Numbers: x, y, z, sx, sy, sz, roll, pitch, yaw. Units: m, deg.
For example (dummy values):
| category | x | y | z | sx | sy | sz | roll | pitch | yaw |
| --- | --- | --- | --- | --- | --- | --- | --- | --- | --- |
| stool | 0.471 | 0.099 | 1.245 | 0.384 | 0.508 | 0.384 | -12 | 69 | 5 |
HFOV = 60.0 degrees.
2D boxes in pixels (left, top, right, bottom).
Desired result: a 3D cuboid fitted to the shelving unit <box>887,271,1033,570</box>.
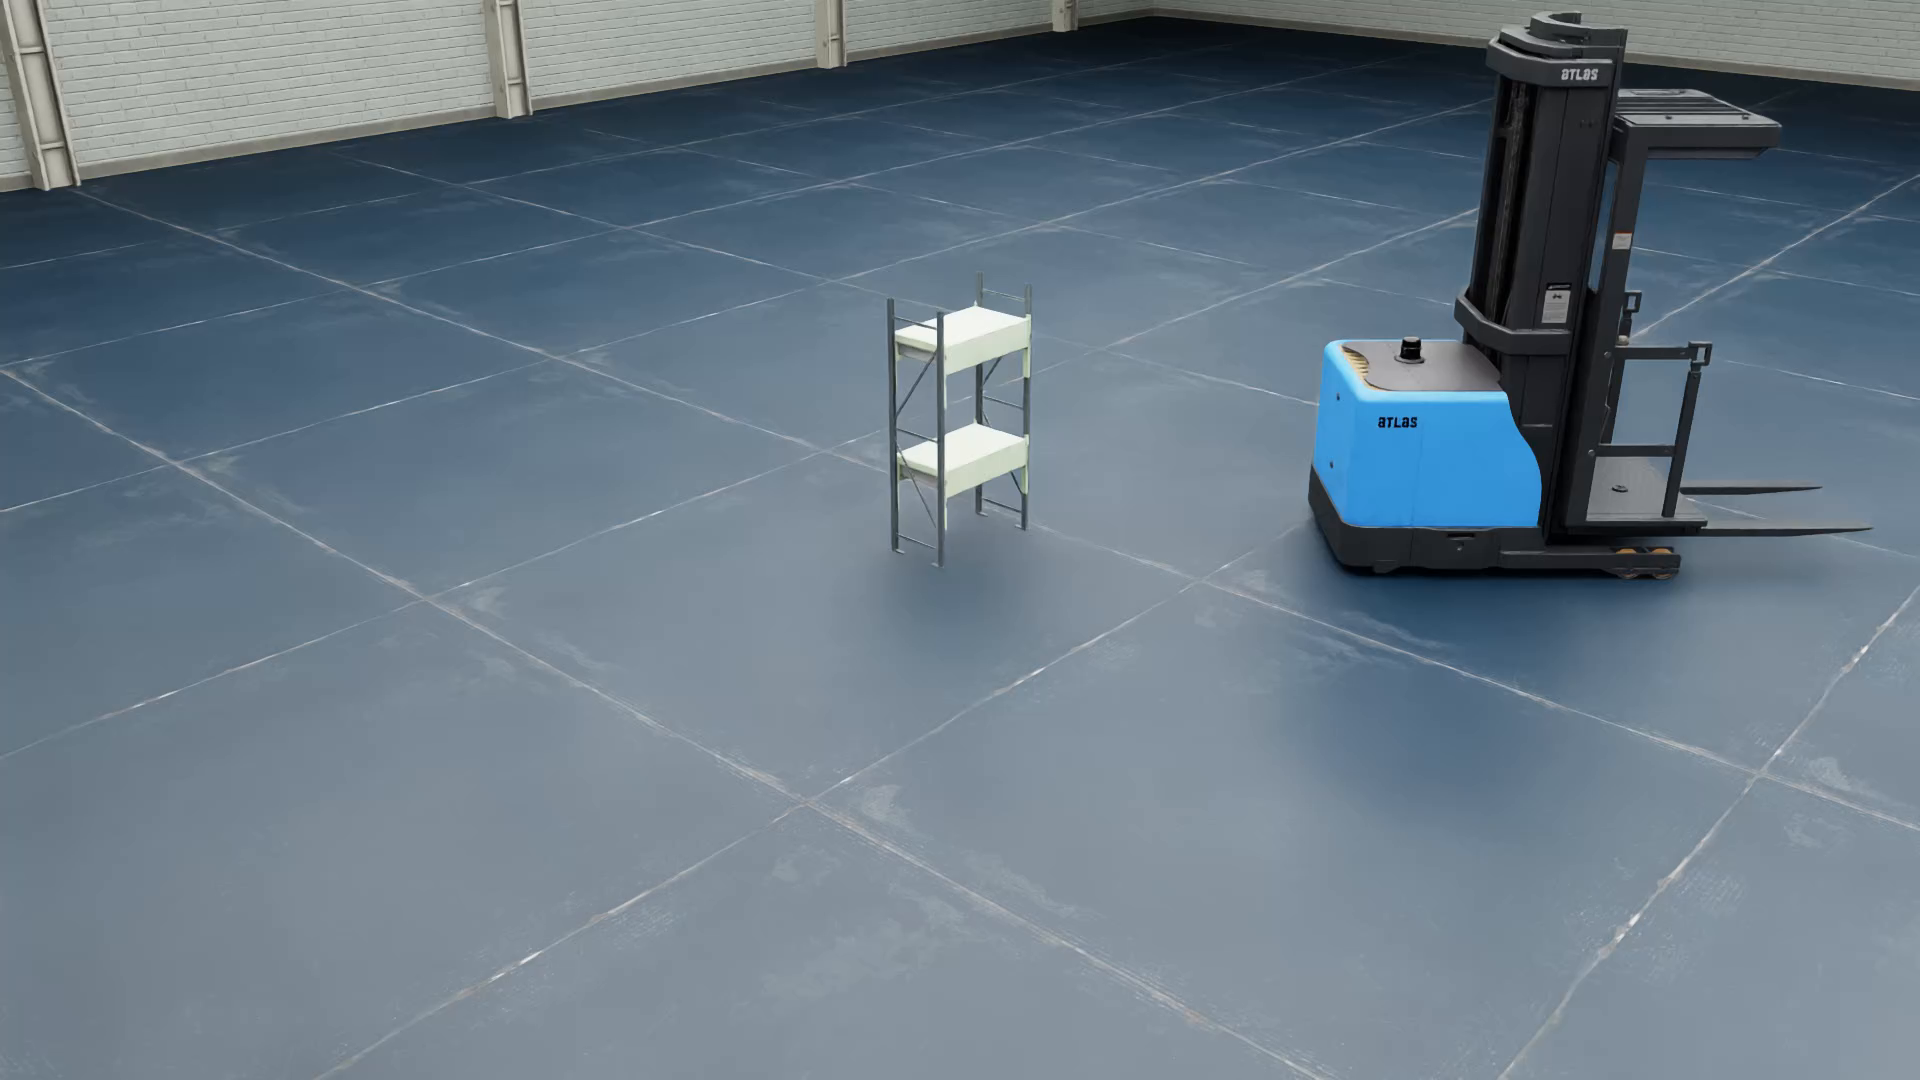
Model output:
| category | x | y | z | sx | sy | sz | roll | pitch | yaw |
| --- | --- | --- | --- | --- | --- | --- | --- | --- | --- |
| shelving unit | 0.004 | -0.686 | 9.448 | 0.431 | 1.500 | 0.755 | 20 | 31 | 38 |

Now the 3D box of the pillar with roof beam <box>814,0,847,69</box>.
| category | x | y | z | sx | sy | sz | roll | pitch | yaw |
| --- | --- | --- | --- | --- | --- | --- | --- | --- | --- |
| pillar with roof beam | 1.140 | -10.542 | 22.263 | 9.100 | 9.000 | 0.400 | 20 | 31 | 38 |

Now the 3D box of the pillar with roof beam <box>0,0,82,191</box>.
| category | x | y | z | sx | sy | sz | roll | pitch | yaw |
| --- | --- | --- | --- | --- | --- | --- | --- | --- | --- |
| pillar with roof beam | -6.869 | -6.886 | 14.109 | 9.100 | 9.000 | 0.400 | 20 | 31 | 38 |

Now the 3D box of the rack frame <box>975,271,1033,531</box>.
| category | x | y | z | sx | sy | sz | roll | pitch | yaw |
| --- | --- | --- | --- | --- | --- | --- | --- | --- | --- |
| rack frame | 0.249 | -0.798 | 9.696 | 0.400 | 1.500 | 0.023 | 20 | 31 | 38 |

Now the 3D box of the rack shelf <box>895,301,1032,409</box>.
| category | x | y | z | sx | sy | sz | roll | pitch | yaw |
| --- | --- | --- | --- | --- | --- | --- | --- | --- | --- |
| rack shelf | 0.004 | -1.042 | 9.288 | 0.431 | 0.370 | 0.720 | 20 | 31 | 38 |

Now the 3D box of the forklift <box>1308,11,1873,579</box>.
| category | x | y | z | sx | sy | sz | roll | pitch | yaw |
| --- | --- | --- | --- | --- | --- | --- | --- | --- | --- |
| forklift | 3.631 | -1.339 | 9.153 | 3.031 | 2.935 | 1.130 | 0 | 24 | 0 |

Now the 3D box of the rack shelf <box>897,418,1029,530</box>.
| category | x | y | z | sx | sy | sz | roll | pitch | yaw |
| --- | --- | --- | --- | --- | --- | --- | --- | --- | --- |
| rack shelf | 0.004 | -0.389 | 9.581 | 0.431 | 0.370 | 0.720 | 20 | 31 | 38 |

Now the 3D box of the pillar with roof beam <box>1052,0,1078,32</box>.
| category | x | y | z | sx | sy | sz | roll | pitch | yaw |
| --- | --- | --- | --- | --- | --- | --- | --- | --- | --- |
| pillar with roof beam | 5.145 | -12.370 | 26.340 | 9.100 | 9.000 | 0.400 | 20 | 31 | 38 |

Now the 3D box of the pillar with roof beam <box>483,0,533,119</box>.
| category | x | y | z | sx | sy | sz | roll | pitch | yaw |
| --- | --- | --- | --- | --- | --- | --- | --- | --- | --- |
| pillar with roof beam | -2.864 | -8.714 | 18.186 | 9.100 | 9.000 | 0.400 | 20 | 31 | 38 |

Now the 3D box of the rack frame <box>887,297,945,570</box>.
| category | x | y | z | sx | sy | sz | roll | pitch | yaw |
| --- | --- | --- | --- | --- | --- | --- | --- | --- | --- |
| rack frame | -0.240 | -0.575 | 9.199 | 0.400 | 1.500 | 0.023 | 20 | 31 | 38 |
